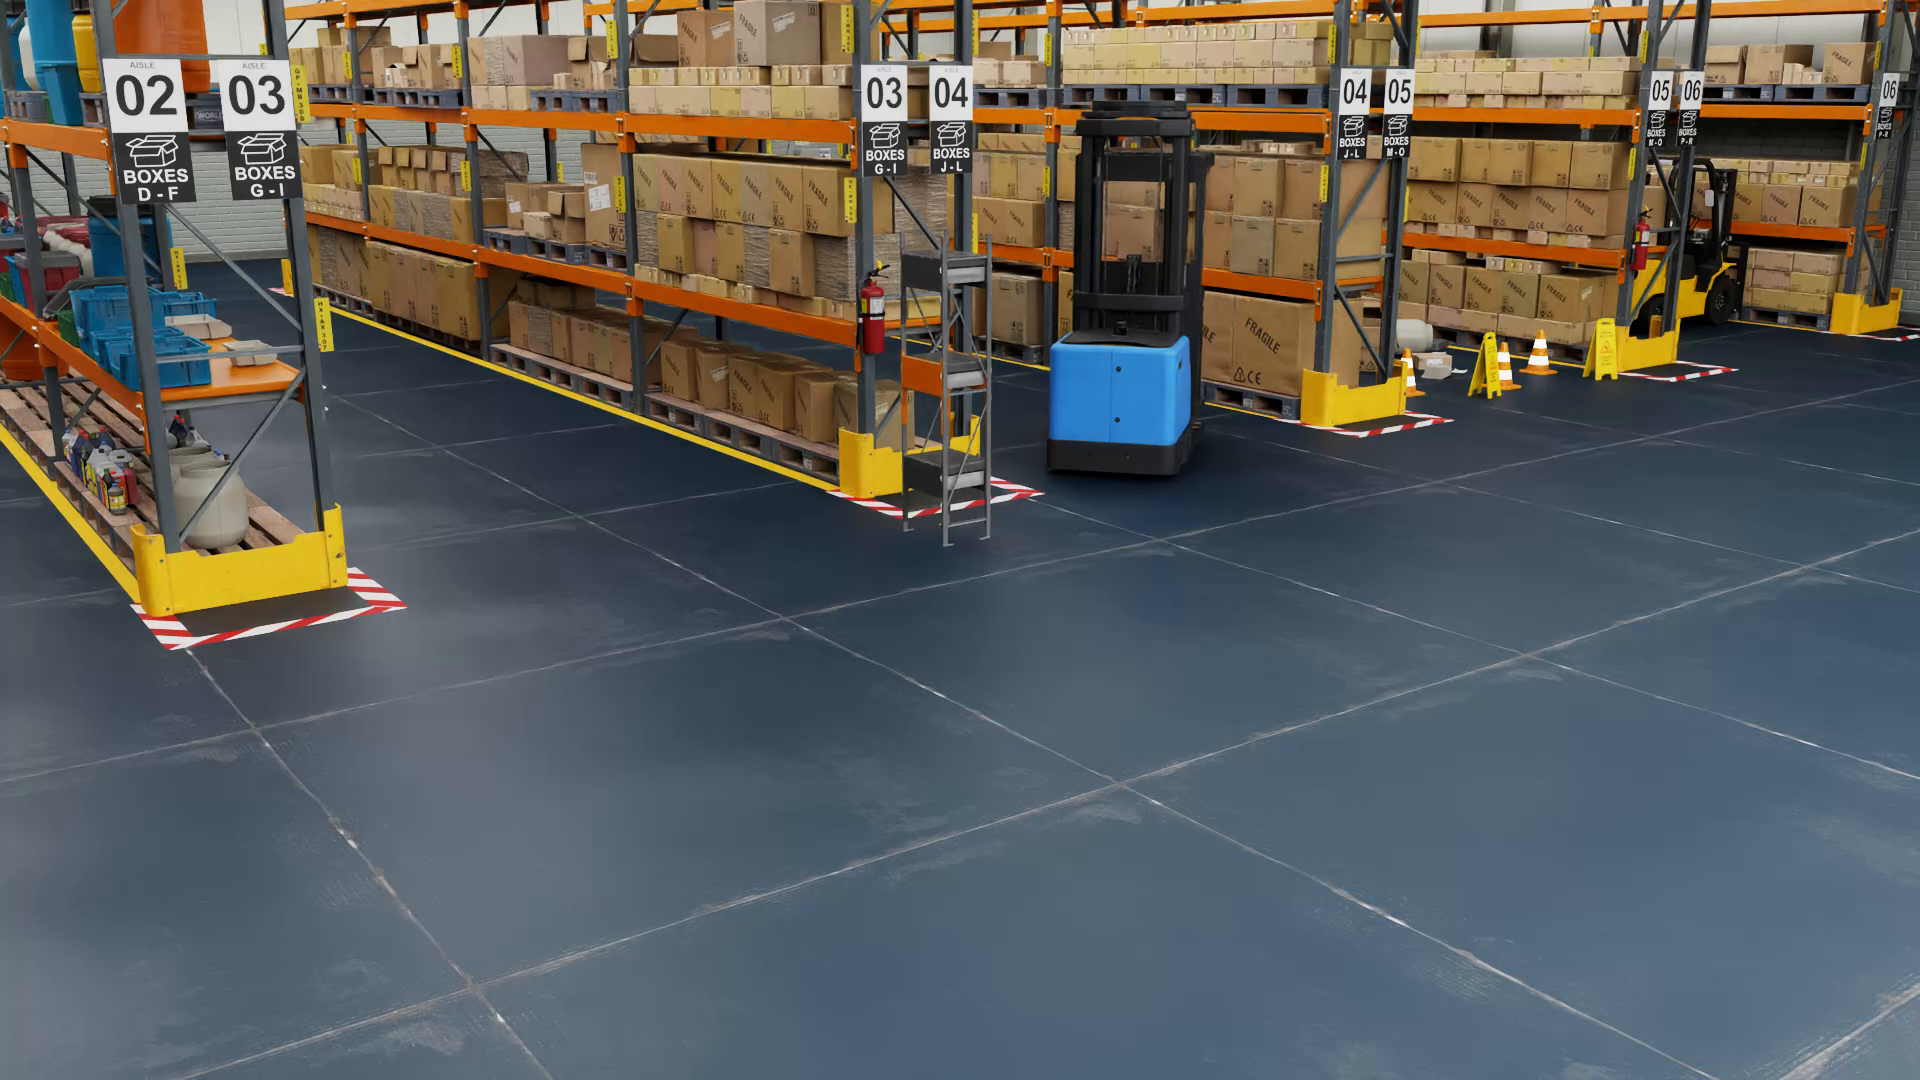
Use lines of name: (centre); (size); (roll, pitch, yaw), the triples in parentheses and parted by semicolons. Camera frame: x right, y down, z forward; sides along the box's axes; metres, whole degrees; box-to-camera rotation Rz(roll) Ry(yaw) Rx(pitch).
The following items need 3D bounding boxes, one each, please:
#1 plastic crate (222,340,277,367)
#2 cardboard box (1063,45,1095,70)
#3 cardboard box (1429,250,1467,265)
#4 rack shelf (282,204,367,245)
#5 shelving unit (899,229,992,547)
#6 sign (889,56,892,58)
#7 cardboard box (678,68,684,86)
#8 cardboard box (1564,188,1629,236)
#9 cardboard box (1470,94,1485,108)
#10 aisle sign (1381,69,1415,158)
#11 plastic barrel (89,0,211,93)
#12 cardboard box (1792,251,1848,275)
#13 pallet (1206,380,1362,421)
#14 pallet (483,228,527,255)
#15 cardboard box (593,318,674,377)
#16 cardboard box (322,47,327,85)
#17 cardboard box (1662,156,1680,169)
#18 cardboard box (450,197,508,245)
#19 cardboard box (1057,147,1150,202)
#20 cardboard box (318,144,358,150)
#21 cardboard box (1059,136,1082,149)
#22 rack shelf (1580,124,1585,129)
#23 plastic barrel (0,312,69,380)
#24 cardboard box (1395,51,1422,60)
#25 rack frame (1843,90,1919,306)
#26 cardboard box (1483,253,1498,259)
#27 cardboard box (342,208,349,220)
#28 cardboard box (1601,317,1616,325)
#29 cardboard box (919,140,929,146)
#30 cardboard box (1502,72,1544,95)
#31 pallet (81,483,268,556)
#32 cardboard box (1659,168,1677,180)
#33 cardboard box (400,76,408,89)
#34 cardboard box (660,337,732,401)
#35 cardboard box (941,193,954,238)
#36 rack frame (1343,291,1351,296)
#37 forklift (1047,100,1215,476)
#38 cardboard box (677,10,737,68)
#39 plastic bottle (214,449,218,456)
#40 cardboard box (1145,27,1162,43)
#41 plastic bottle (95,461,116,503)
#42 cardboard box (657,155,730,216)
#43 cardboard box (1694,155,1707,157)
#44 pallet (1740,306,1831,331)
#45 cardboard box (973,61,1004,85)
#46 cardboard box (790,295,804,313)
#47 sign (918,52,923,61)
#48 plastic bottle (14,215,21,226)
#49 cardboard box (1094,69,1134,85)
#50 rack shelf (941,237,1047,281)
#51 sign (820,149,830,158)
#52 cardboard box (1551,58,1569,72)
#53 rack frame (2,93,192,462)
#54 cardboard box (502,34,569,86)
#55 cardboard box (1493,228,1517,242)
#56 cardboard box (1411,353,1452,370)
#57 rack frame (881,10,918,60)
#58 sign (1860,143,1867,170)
plastic crate: (-4.616, -1.213, 10.827); (0.298, 0.136, 0.250); (-11, 19, -35)
cardboard box: (1.437, -5.092, 17.551); (0.500, 0.250, 0.500); (-11, 19, -34)
cardboard box: (5.938, -3.441, 20.231); (0.380, 0.149, 0.250); (-10, 18, -31)
rack shelf: (-8.575, -4.511, 23.738); (1.077, 0.370, 4.000); (-11, 19, -35)
shelving unit: (-0.097, -1.048, 11.428); (0.431, 2.100, 0.503); (-11, 19, -35)
sign: (-1.288, -8.740, 30.618); (0.100, 0.325, 0.005); (-11, 19, -35)
cardboard box: (-2.220, -4.019, 14.424); (0.380, 0.149, 0.250); (-10, 18, -33)
cardboard box: (7.130, -3.671, 18.555); (0.500, 0.500, 0.500); (-11, 19, -36)
cardboard box: (6.213, -5.152, 19.510); (0.380, 0.149, 0.250); (-11, 19, -34)
aisle sign: (4.012, -3.902, 15.226); (0.394, 0.787, 0.004); (-11, 19, -35)
plastic barrel: (-4.739, -3.040, 9.710); (0.600, 0.830, 0.708); (-11, 19, -35)
cardboard box: (11.162, -3.586, 21.516); (0.500, 0.250, 0.500); (-10, 18, -33)
pallet: (3.194, -1.430, 16.402); (1.003, 0.211, 1.213); (-11, 19, -35)
pallet: (-4.542, -3.348, 18.491); (1.213, 0.211, 1.003); (-11, 19, -35)
cardboard box: (-3.304, -1.968, 16.987); (0.700, 0.500, 0.500); (-11, 19, -35)
cardboard box: (-8.413, -6.583, 23.091); (0.700, 0.500, 0.500); (-10, 18, -32)
cardboard box: (9.908, -5.205, 22.931); (0.380, 0.149, 0.250); (-11, 19, -35)
cardboard box: (-5.538, -3.692, 19.193); (0.500, 0.500, 0.500); (-10, 18, -33)
cardboard box: (1.565, -3.980, 18.105); (0.875, 0.550, 0.550); (-11, 19, -35)
cardboard box: (-9.252, -5.654, 24.854); (0.500, 0.500, 0.500); (-11, 19, -34)
cardboard box: (1.858, -5.930, 25.478); (0.500, 0.500, 0.500); (-11, 19, -34)
rack shelf: (8.157, -6.559, 25.538); (1.077, 0.370, 4.000); (-11, 19, -35)
plastic barrel: (-9.355, -2.065, 16.756); (0.600, 0.830, 0.708); (-11, 19, -35)
cardboard box: (7.210, -7.439, 26.218); (0.500, 0.500, 0.500); (-11, 19, -34)
rack frame: (11.685, -4.178, 21.158); (1.000, 3.000, 0.127); (-11, 19, -35)
cardboard box: (8.567, -4.366, 25.547); (0.875, 0.625, 0.625); (-11, 19, -35)
cardboard box: (-8.146, -4.434, 22.569); (0.380, 0.149, 0.250); (-11, 19, -35)
cardboard box: (7.422, -2.498, 19.434); (0.500, 0.250, 0.500); (-11, 19, -35)
cardboard box: (-0.483, -6.774, 28.561); (0.500, 0.500, 0.500); (-11, 19, -34)
cardboard box: (6.550, -5.210, 18.966); (0.500, 0.250, 0.500); (-10, 18, -33)
pallet: (-5.619, -0.198, 11.900); (1.003, 0.211, 1.213); (-11, 19, -35)
cardboard box: (9.875, -5.057, 22.953); (0.380, 0.149, 0.250); (-11, 19, -35)
cardboard box: (-6.645, -5.618, 20.417); (0.380, 0.149, 0.250); (-12, 19, -37)
cardboard box: (-2.493, -1.628, 15.781); (0.500, 0.500, 0.500); (-12, 19, -36)
cardboard box: (-0.042, -3.913, 20.000); (0.500, 0.500, 0.500); (-11, 19, -35)
rack frame: (5.320, -4.261, 21.461); (1.000, 3.000, 0.127); (-11, 19, -35)
forklift: (1.565, -2.272, 14.325); (1.130, 2.935, 3.031); (4, 16, 14)
cardboard box: (-2.225, -4.546, 15.120); (0.500, 0.500, 0.500); (-12, 19, -36)
plastic bottle: (-5.424, -0.526, 12.150); (0.097, 0.271, 0.097); (0, 15, 0)
cardboard box: (2.064, -5.030, 16.569); (0.380, 0.149, 0.250); (-11, 19, -35)
plastic bottle: (-5.992, -0.410, 11.717); (0.152, 0.276, 0.135); (-11, 19, -36)
cardboard box: (-2.341, -3.154, 14.772); (0.500, 0.500, 0.500); (-11, 19, -35)
cardboard box: (10.380, -5.299, 23.271); (0.380, 0.149, 0.250); (-11, 19, -35)
pallet: (11.202, -2.990, 22.099); (1.003, 0.211, 1.213); (-11, 19, -35)
cardboard box: (0.472, -5.325, 18.969); (0.500, 0.250, 0.500); (-11, 19, -35)
cardboard box: (-1.148, -1.931, 13.424); (0.380, 0.149, 0.250); (-11, 19, -35)
sign: (-0.522, -6.144, 21.529); (0.100, 0.325, 0.005); (-11, 19, -35)
plastic bottle: (-10.492, -3.453, 18.604); (0.144, 0.351, 0.185); (-11, 19, -35)
cardboard box: (1.614, -4.808, 17.270); (0.380, 0.149, 0.250); (-11, 19, -35)
rack shelf: (0.200, -3.551, 20.230); (1.077, 0.370, 4.000); (-11, 19, -35)
sign: (-3.007, -8.393, 36.741); (0.329, 0.494, 0.001); (-11, 19, -35)
cardboard box: (6.842, -5.318, 18.607); (0.380, 0.149, 0.250); (-11, 19, -34)
rack frame: (-6.702, -1.954, 13.032); (1.000, 3.000, 0.127); (-11, 19, -35)
cardboard box: (-4.382, -4.957, 17.188); (0.500, 0.500, 0.500); (-12, 19, -36)
cardboard box: (6.471, -3.594, 19.502); (0.380, 0.149, 0.250); (-11, 19, -35)
cardboard box: (5.268, -1.998, 18.593); (0.380, 0.149, 0.250); (-2, 15, -6)
rack frame: (-0.976, -7.218, 20.904); (1.000, 3.000, 0.127); (-11, 19, -35)
sign: (11.238, -4.769, 20.677); (0.100, 0.325, 0.005); (-11, 19, -35)
